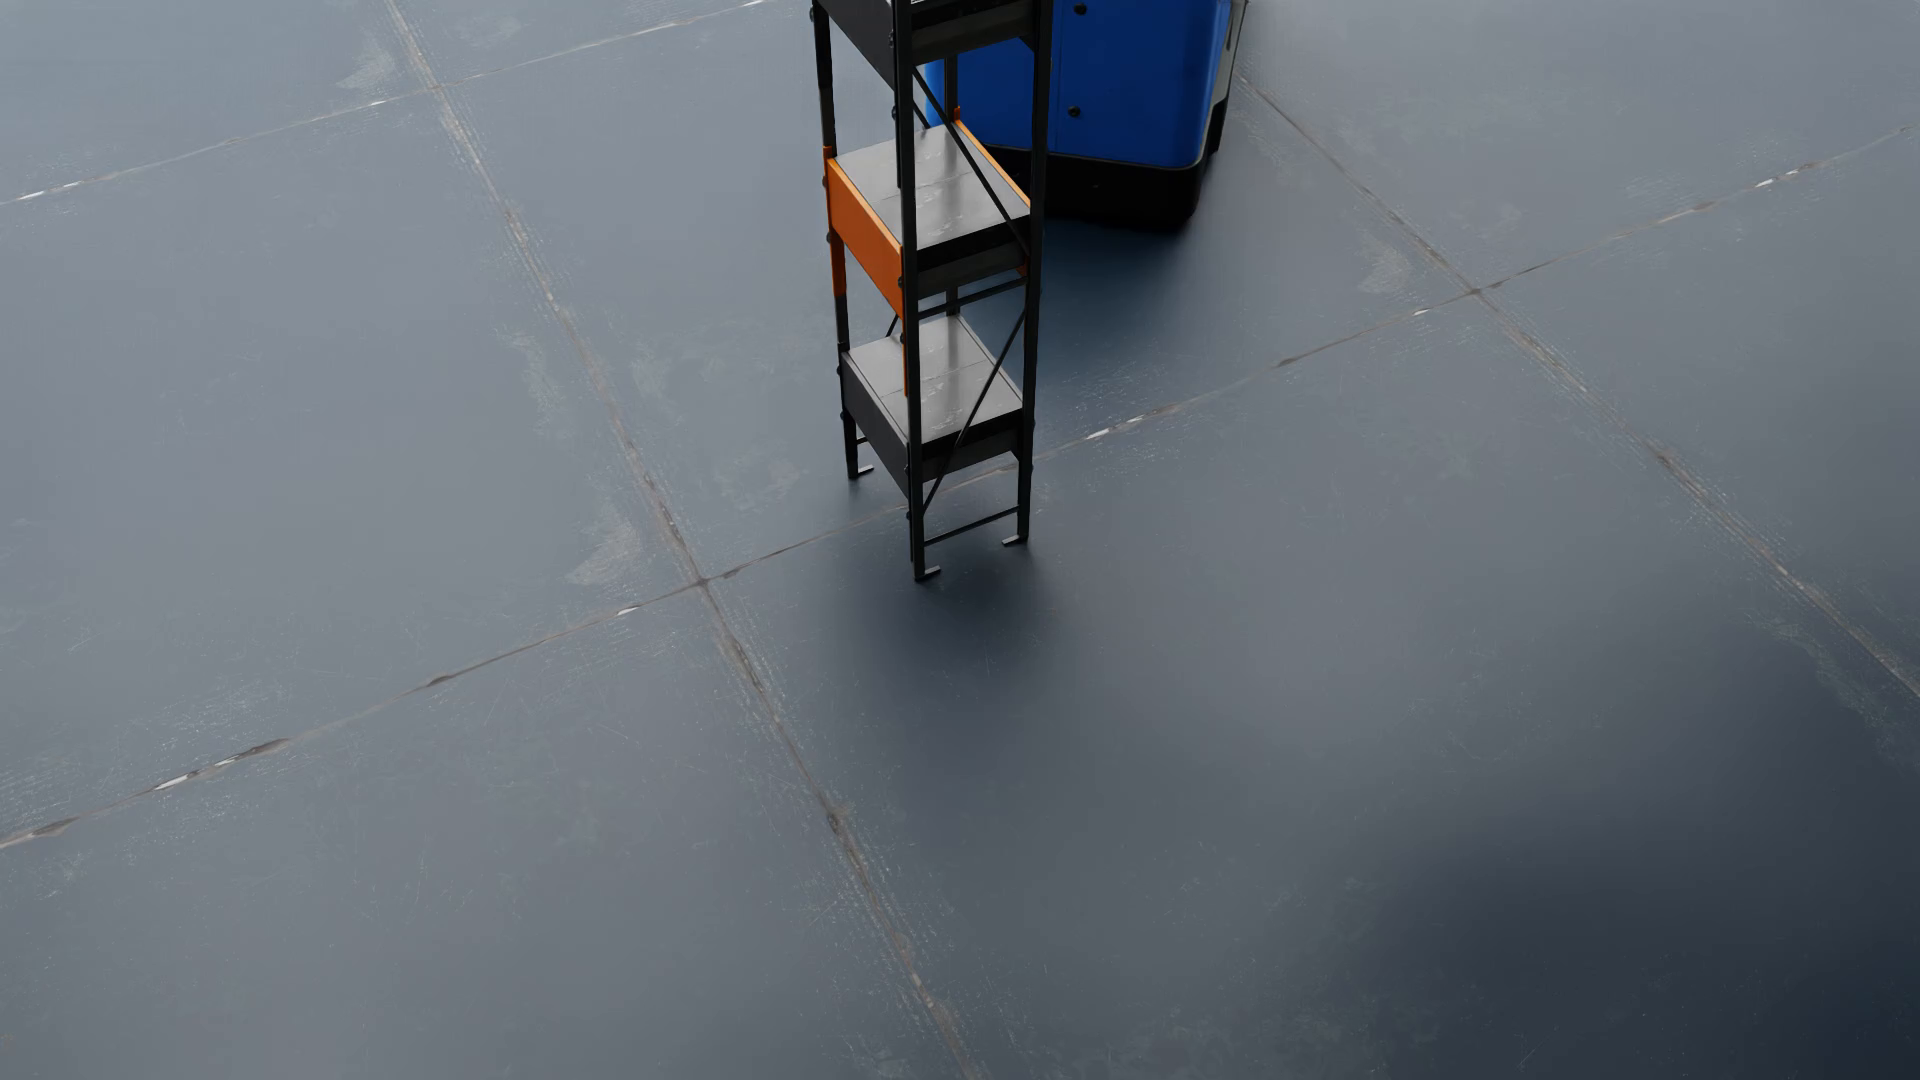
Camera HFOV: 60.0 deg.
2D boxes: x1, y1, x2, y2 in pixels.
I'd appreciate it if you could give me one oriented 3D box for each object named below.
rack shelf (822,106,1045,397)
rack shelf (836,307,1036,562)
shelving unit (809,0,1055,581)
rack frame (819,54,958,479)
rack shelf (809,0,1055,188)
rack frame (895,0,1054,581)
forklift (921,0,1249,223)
[{"bbox_3d":[-0.076,-0.793,4.567,0.431,0.518,0.480,-21,52,-18],"label":"rack shelf"},{"bbox_3d":[-0.076,-0.332,5.094,0.431,0.518,0.480,-21,52,-18],"label":"rack shelf"},{"bbox_3d":[-0.076,-0.802,4.557,0.431,2.100,0.503,-21,52,-18],"label":"shelving unit"},{"bbox_3d":[-0.187,-0.965,4.699,0.400,2.100,0.015,-21,52,-18],"label":"rack frame"},{"bbox_3d":[-0.076,-1.254,4.040,0.431,0.518,0.480,-21,52,-18],"label":"rack shelf"},{"bbox_3d":[0.036,-0.639,4.414,0.400,2.100,0.015,-21,52,-18],"label":"rack frame"},{"bbox_3d":[0.682,-3.278,6.169,1.130,2.935,3.031,10,50,8],"label":"forklift"}]
